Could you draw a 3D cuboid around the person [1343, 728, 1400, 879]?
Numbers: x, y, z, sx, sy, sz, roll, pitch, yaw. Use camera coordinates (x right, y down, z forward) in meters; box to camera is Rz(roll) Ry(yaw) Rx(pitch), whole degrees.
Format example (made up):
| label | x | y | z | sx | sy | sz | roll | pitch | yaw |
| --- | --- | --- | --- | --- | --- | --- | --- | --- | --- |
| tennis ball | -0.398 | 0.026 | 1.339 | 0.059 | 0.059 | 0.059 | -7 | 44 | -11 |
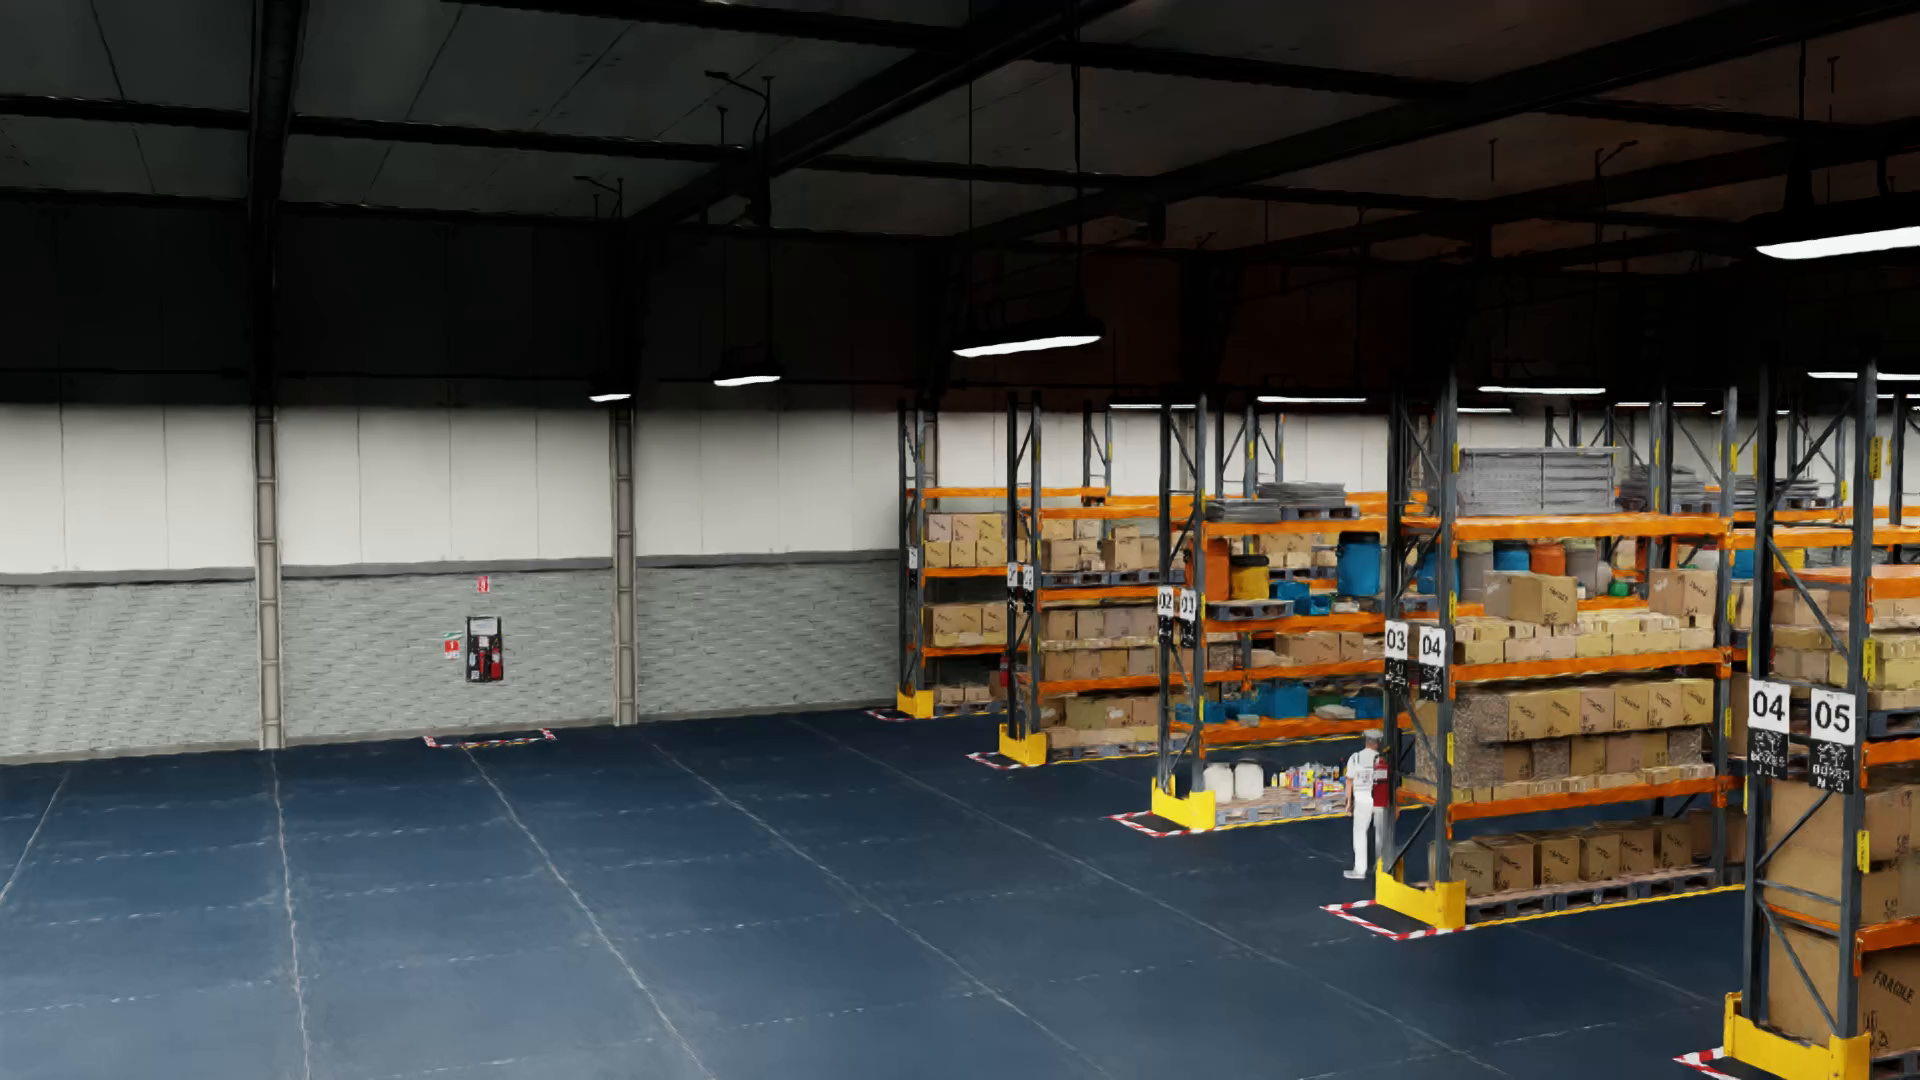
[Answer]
| label | x | y | z | sx | sy | sz | roll | pitch | yaw |
| --- | --- | --- | --- | --- | --- | --- | --- | --- | --- |
| person | 4.886 | 3.117 | 19.747 | 0.654 | 1.748 | 0.586 | 0 | 3 | 8 |
